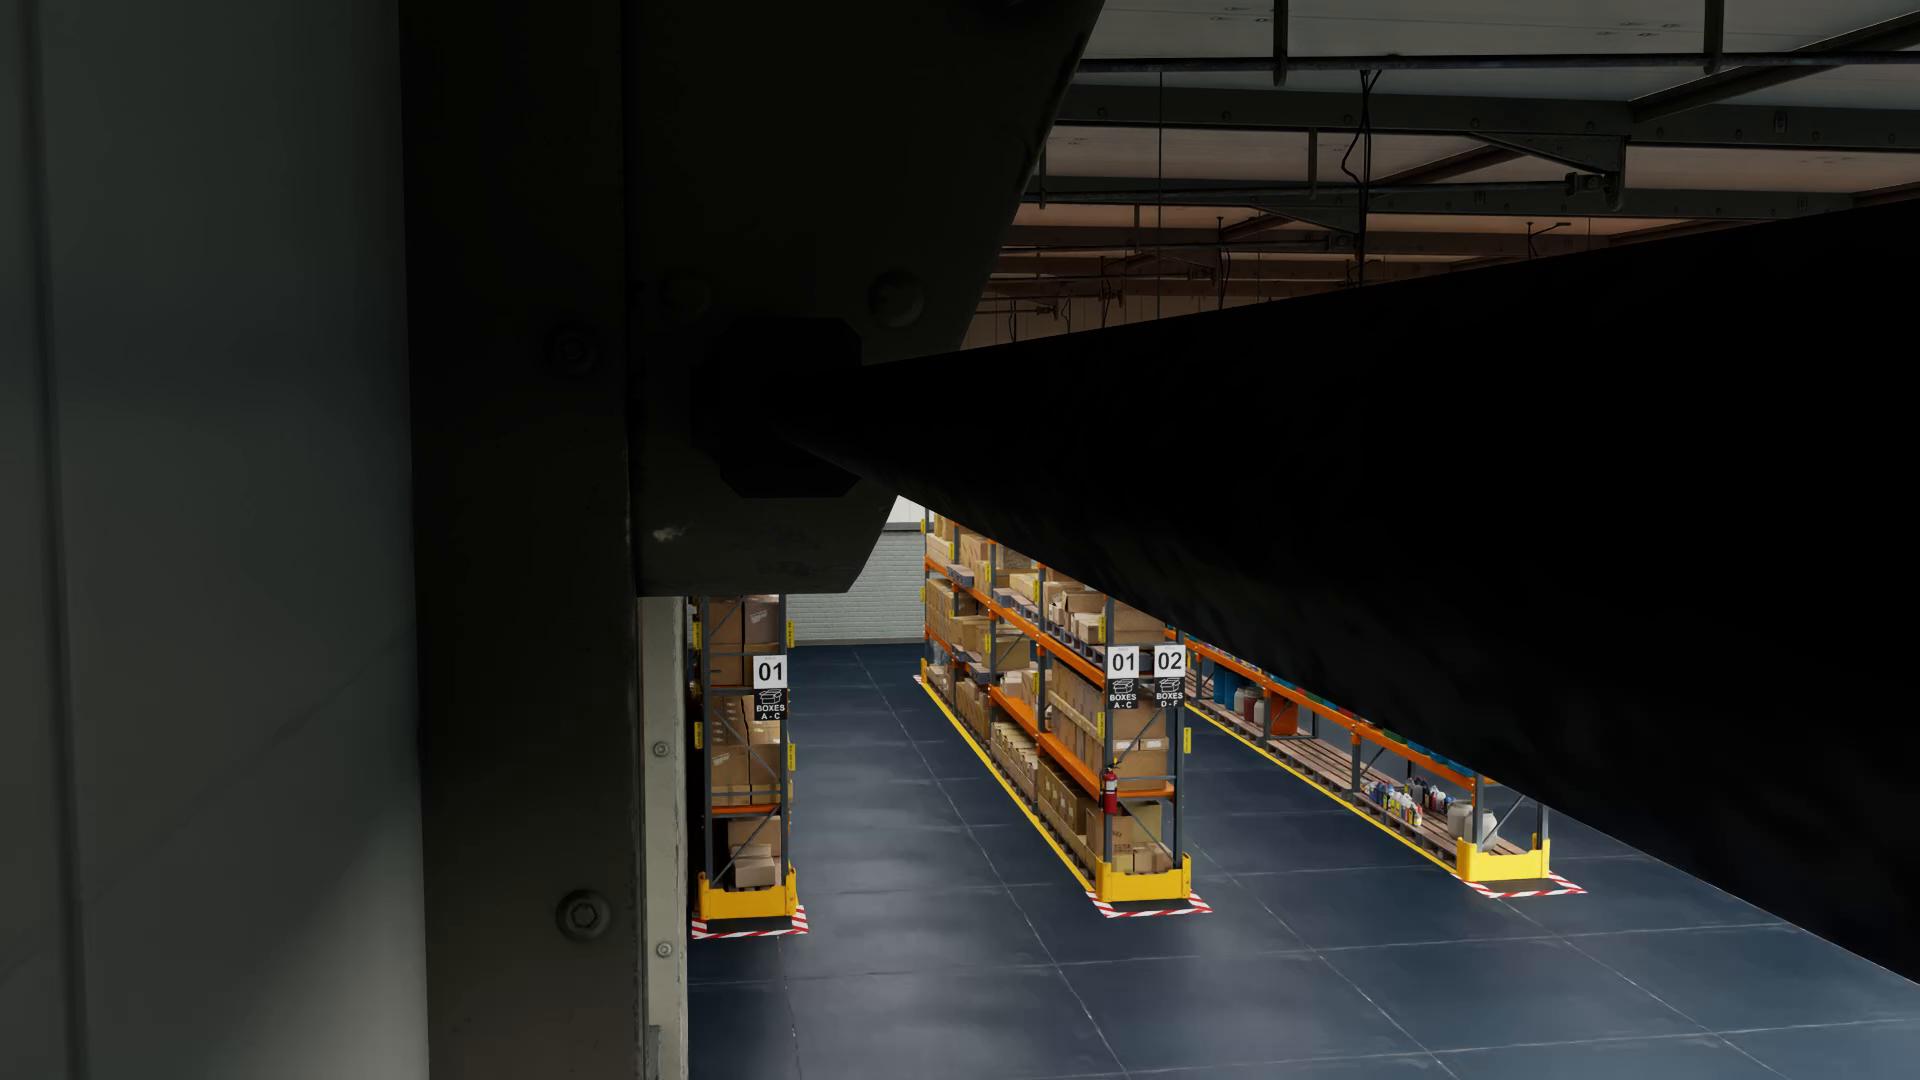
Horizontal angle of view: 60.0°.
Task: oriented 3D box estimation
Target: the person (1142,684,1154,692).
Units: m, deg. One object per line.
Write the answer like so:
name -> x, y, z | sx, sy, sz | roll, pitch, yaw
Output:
person -> 3.691, 2.697, 31.497 | 0.636, 1.740, 0.678 | 0, 5, 3

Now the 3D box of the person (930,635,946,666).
person -> -0.510, 2.045, 38.590 | 0.543, 1.757, 0.667 | 4, 6, 39
